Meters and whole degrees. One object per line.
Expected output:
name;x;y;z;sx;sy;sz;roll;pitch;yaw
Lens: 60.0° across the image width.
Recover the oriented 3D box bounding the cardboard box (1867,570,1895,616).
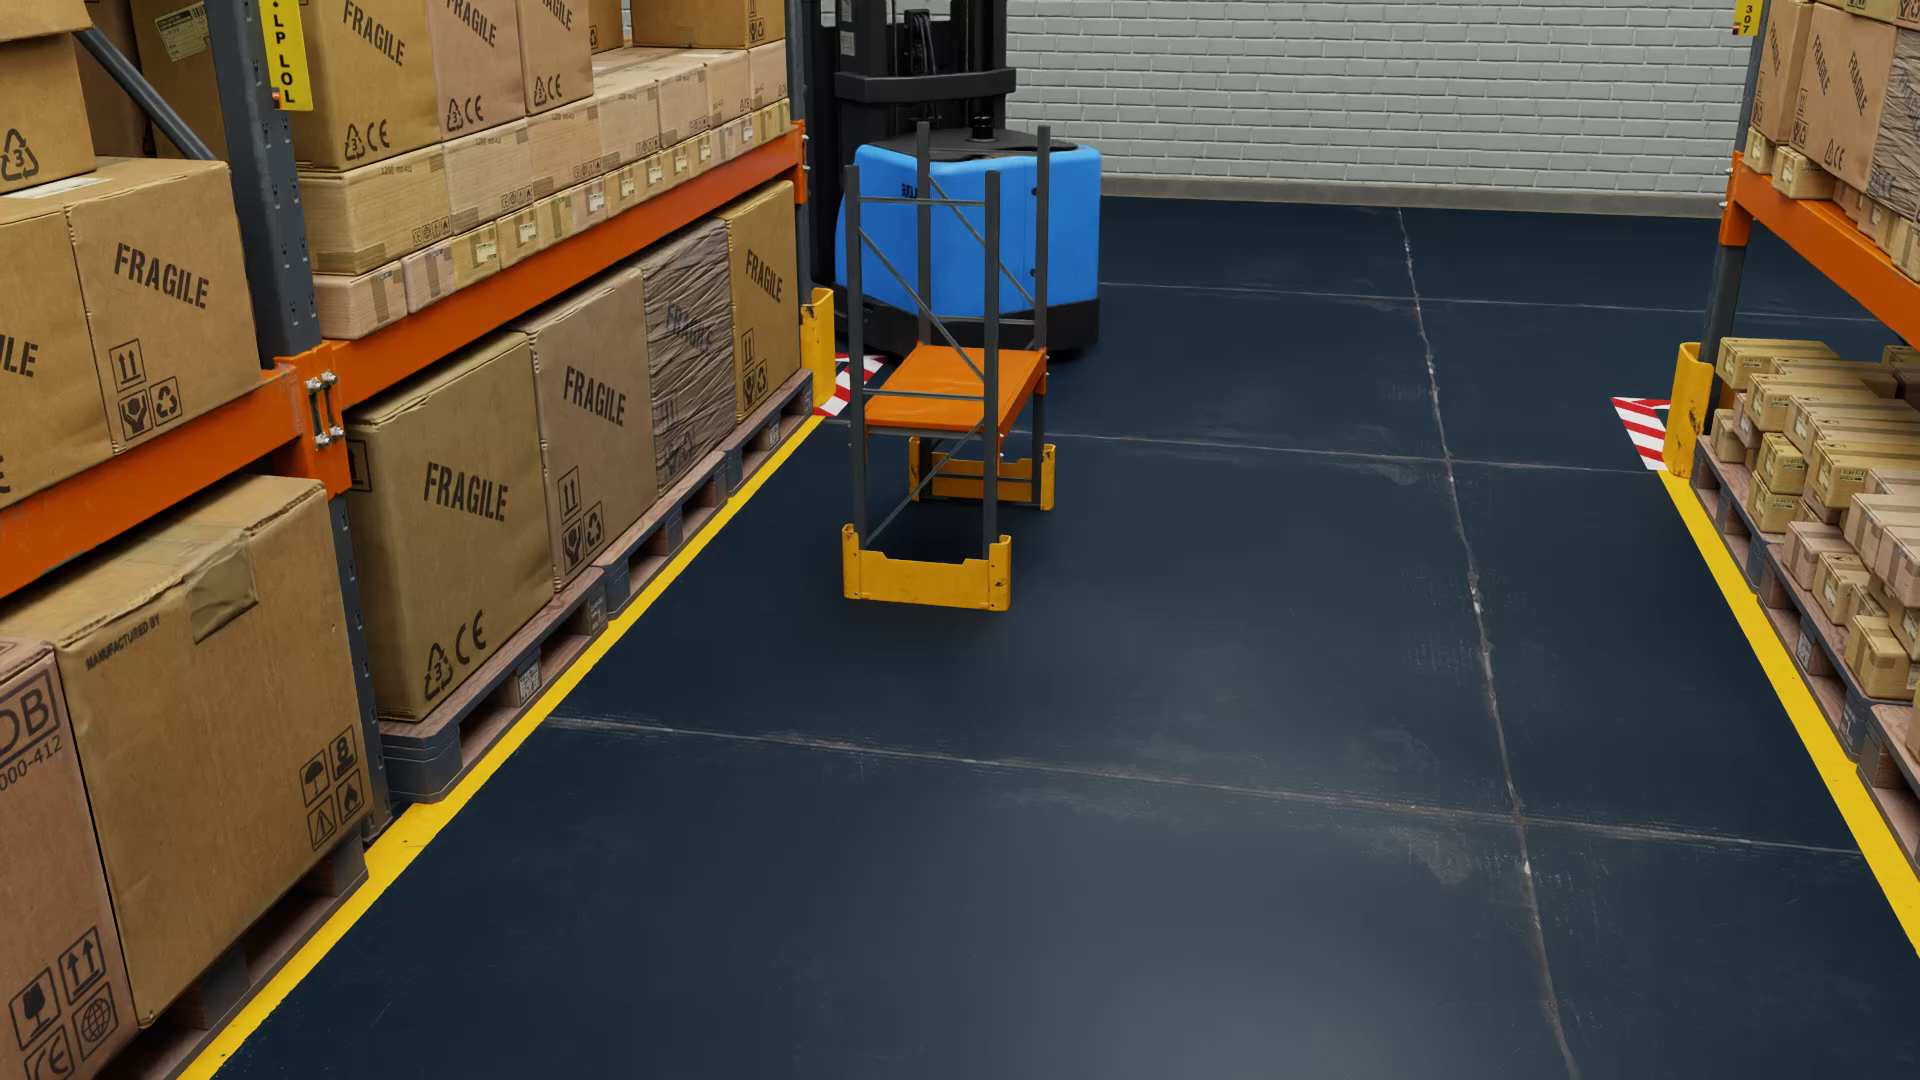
cardboard box;2.898;0.141;4.844;0.380;0.149;0.250;3;22;8

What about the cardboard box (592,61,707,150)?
cardboard box;-1.255;-1.612;6.143;0.500;0.250;0.500;4;22;9

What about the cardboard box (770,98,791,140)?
cardboard box;-0.959;-1.840;7.245;0.380;0.149;0.250;5;22;12

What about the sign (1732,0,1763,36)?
sign;3.095;-2.140;6.494;0.100;0.325;0.005;4;22;11

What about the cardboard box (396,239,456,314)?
cardboard box;-1.585;-0.712;4.442;0.380;0.149;0.250;4;22;9

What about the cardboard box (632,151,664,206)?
cardboard box;-1.271;-1.281;5.856;0.380;0.149;0.250;5;22;12

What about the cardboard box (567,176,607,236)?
cardboard box;-1.375;-1.090;5.381;0.380;0.149;0.250;5;22;12

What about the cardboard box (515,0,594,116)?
cardboard box;-1.467;-1.592;5.089;0.500;0.500;0.500;4;22;9

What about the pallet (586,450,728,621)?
pallet;-1.546;-0.076;6.259;1.003;0.211;1.213;4;22;11

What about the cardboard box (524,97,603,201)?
cardboard box;-1.466;-1.241;5.223;0.500;0.250;0.500;5;22;12

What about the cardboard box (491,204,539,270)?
cardboard box;-1.480;-0.905;4.921;0.380;0.149;0.250;4;22;9

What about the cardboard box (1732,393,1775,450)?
cardboard box;3.157;-0.440;6.286;0.380;0.149;0.250;4;22;11

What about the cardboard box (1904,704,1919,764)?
cardboard box;2.682;0.534;4.267;0.380;0.149;0.250;4;22;9

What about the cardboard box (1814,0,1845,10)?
cardboard box;3.178;-2.016;5.475;0.500;0.500;0.500;5;22;12

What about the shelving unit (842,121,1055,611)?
shelving unit;-0.016;-0.668;6.004;0.587;1.500;1.083;4;22;11

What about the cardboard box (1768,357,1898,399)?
cardboard box;3.249;-0.570;6.211;0.380;0.149;0.250;5;22;12

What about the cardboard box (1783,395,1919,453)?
cardboard box;3.102;-0.391;5.766;0.380;0.149;0.250;3;22;8

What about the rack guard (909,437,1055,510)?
rack guard;0.086;-0.270;6.690;0.587;0.250;0.087;4;22;11

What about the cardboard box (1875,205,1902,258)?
cardboard box;2.971;-0.913;4.941;0.380;0.149;0.250;5;23;13

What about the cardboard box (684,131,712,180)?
cardboard box;-1.166;-1.467;6.317;0.380;0.149;0.250;4;22;10

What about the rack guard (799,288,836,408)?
rack guard;-1.204;-0.962;8.072;1.175;0.500;0.348;4;22;11

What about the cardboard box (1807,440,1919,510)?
cardboard box;2.938;-0.197;5.285;0.380;0.149;0.250;5;22;12

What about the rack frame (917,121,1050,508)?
rack frame;0.086;-0.850;6.458;0.500;1.500;0.032;4;22;11

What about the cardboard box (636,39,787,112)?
cardboard box;-1.048;-1.983;7.065;0.500;0.250;0.500;4;22;10

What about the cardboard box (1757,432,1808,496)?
cardboard box;3.035;-0.258;5.835;0.380;0.149;0.250;5;23;13

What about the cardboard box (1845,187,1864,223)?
cardboard box;3.123;-1.094;5.391;0.380;0.149;0.250;4;22;10

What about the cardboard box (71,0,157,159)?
cardboard box;-2.193;-1.254;4.251;0.500;0.500;0.500;5;22;12

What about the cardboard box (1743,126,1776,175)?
cardboard box;3.240;-1.487;6.367;0.380;0.149;0.250;4;22;10

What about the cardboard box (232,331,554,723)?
cardboard box;-1.812;-0.094;4.854;0.875;0.875;0.875;4;22;11

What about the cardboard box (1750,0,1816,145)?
cardboard box;3.264;-1.739;6.123;0.500;0.500;0.500;6;23;13

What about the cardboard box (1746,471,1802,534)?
cardboard box;3.030;-0.124;5.900;0.380;0.149;0.250;5;22;12

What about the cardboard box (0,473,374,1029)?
cardboard box;-2.136;0.377;3.684;1.225;0.875;0.875;5;22;11

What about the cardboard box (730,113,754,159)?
cardboard box;-1.063;-1.653;6.779;0.380;0.149;0.250;5;22;11

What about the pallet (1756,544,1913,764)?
pallet;3.159;0.363;5.169;1.003;0.211;1.213;4;22;11

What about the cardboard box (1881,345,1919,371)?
cardboard box;3.767;-0.633;6.367;0.380;0.149;0.250;5;22;12

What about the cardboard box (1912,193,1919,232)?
cardboard box;2.842;-0.989;4.262;0.500;0.500;0.500;4;22;11

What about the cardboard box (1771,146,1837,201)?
cardboard box;3.121;-1.297;5.894;0.380;0.149;0.250;4;22;9

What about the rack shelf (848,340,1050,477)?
rack shelf;-0.017;-0.498;6.063;0.538;0.185;1.000;4;22;11

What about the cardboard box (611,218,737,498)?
cardboard box;-1.446;-0.749;6.479;0.875;0.875;0.875;4;22;11

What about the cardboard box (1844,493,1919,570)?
cardboard box;2.822;-0.015;4.834;0.380;0.149;0.250;4;22;9

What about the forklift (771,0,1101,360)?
forklift;-0.480;-2.707;9.152;1.130;2.935;3.031;-13;25;-30

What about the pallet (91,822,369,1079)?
pallet;-2.108;0.932;3.757;1.003;0.211;1.213;4;22;11

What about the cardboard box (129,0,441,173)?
cardboard box;-1.677;-1.221;4.170;0.500;0.500;0.500;4;22;11

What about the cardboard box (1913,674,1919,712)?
cardboard box;2.644;0.417;4.160;0.380;0.149;0.250;4;22;9

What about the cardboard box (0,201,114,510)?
cardboard box;-1.960;-0.324;3.008;0.500;0.500;0.500;5;23;13

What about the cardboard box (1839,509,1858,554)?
cardboard box;3.059;-0.051;5.322;0.380;0.149;0.250;6;23;14

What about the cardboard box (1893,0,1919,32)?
cardboard box;2.950;-1.641;4.543;0.500;0.500;0.500;4;22;9

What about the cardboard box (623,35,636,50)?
cardboard box;-1.571;-2.026;7.171;0.500;0.250;0.500;4;22;9

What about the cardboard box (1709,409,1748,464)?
cardboard box;3.206;-0.402;6.592;0.380;0.149;0.250;5;22;12

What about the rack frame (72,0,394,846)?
rack frame;-2.025;-0.649;3.951;1.000;3.000;0.127;4;22;11

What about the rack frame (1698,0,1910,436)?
rack frame;3.627;-1.697;6.553;1.000;3.000;0.127;4;22;11

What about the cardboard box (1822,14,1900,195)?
cardboard box;3.068;-1.363;5.190;0.500;0.500;0.500;5;22;12

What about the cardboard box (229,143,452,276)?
cardboard box;-1.672;-0.870;4.300;0.500;0.250;0.500;4;22;10

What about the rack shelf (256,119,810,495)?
rack shelf;-1.617;-1.047;5.901;1.077;0.370;4.000;4;22;11

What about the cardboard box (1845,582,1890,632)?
cardboard box;2.887;0.255;4.959;0.380;0.149;0.250;5;22;12

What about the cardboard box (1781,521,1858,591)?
cardboard box;2.935;0.061;5.441;0.380;0.149;0.250;3;22;8
